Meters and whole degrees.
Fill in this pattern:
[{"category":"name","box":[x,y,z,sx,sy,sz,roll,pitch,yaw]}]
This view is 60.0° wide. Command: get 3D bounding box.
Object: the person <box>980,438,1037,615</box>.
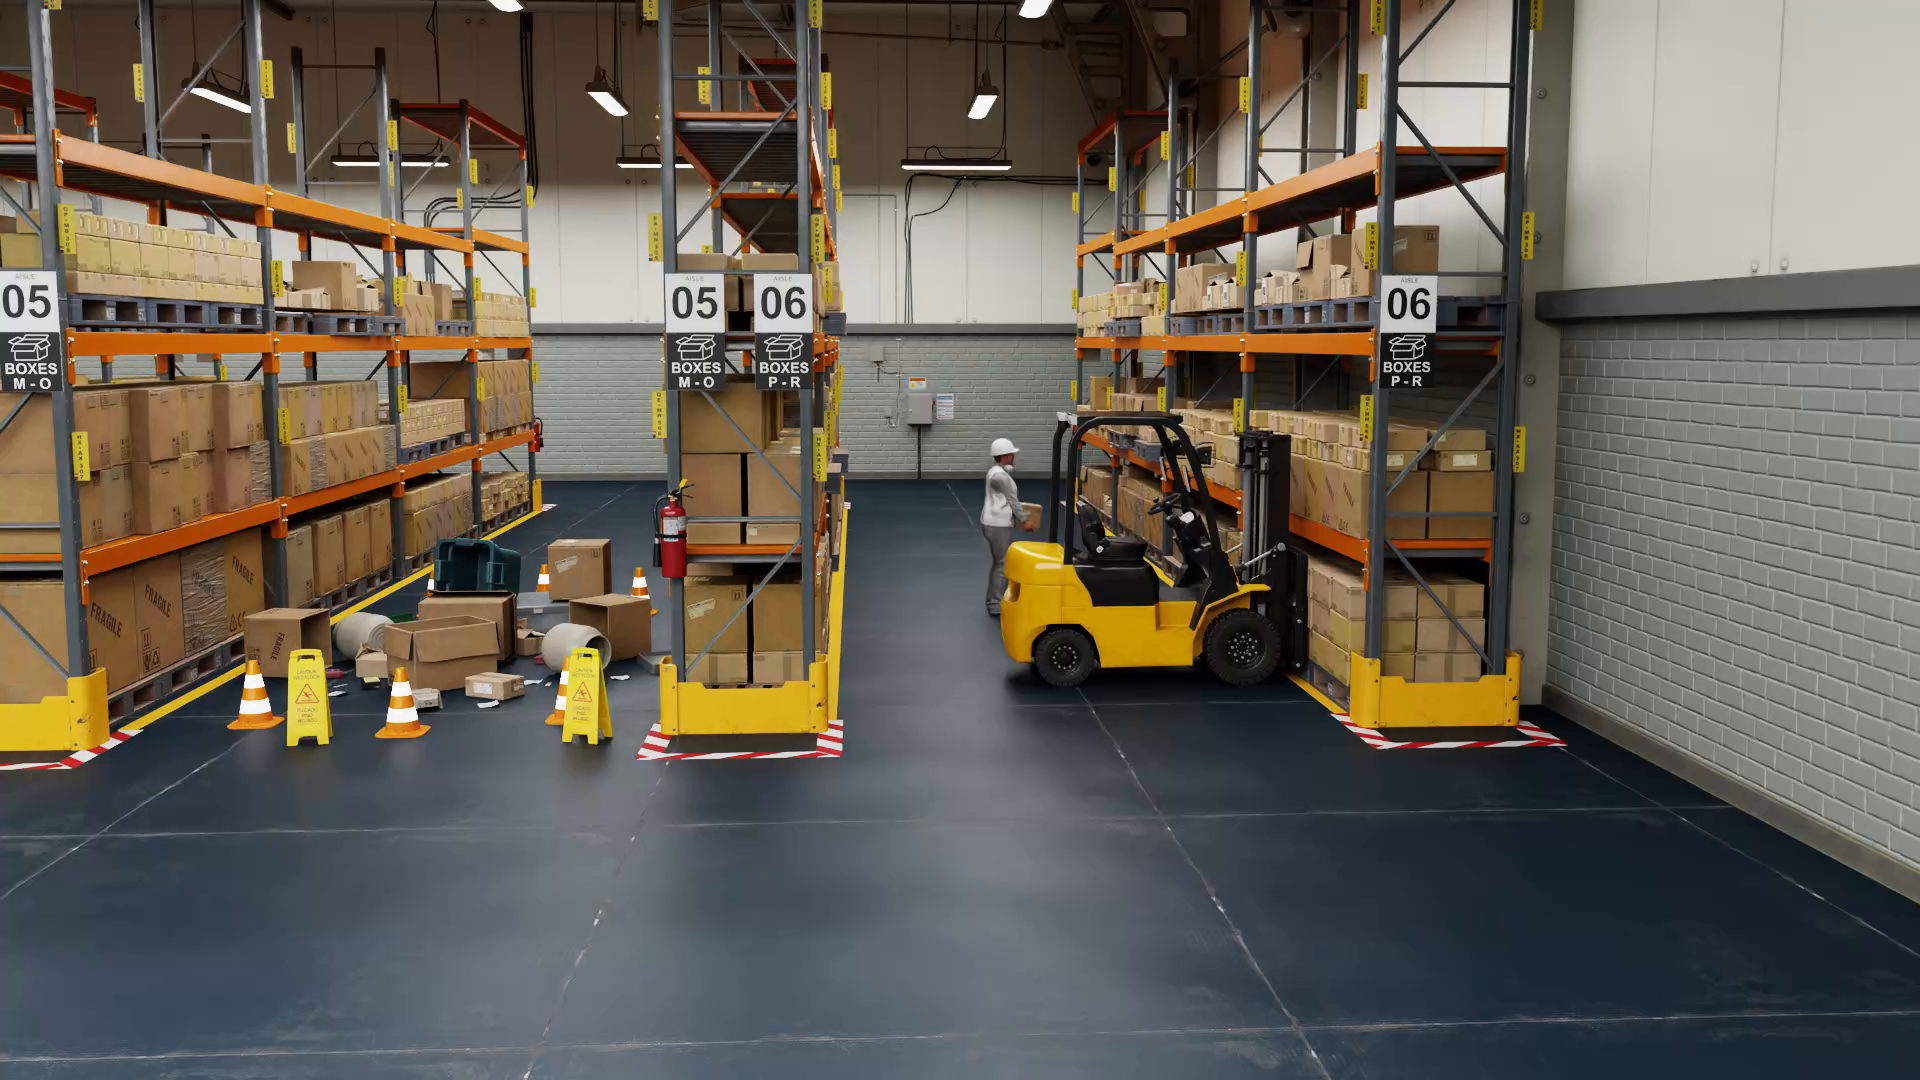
[{"category":"person","box":[0.486,-0.143,16.857,0.558,1.772,0.494,-1,7,-5]}]
